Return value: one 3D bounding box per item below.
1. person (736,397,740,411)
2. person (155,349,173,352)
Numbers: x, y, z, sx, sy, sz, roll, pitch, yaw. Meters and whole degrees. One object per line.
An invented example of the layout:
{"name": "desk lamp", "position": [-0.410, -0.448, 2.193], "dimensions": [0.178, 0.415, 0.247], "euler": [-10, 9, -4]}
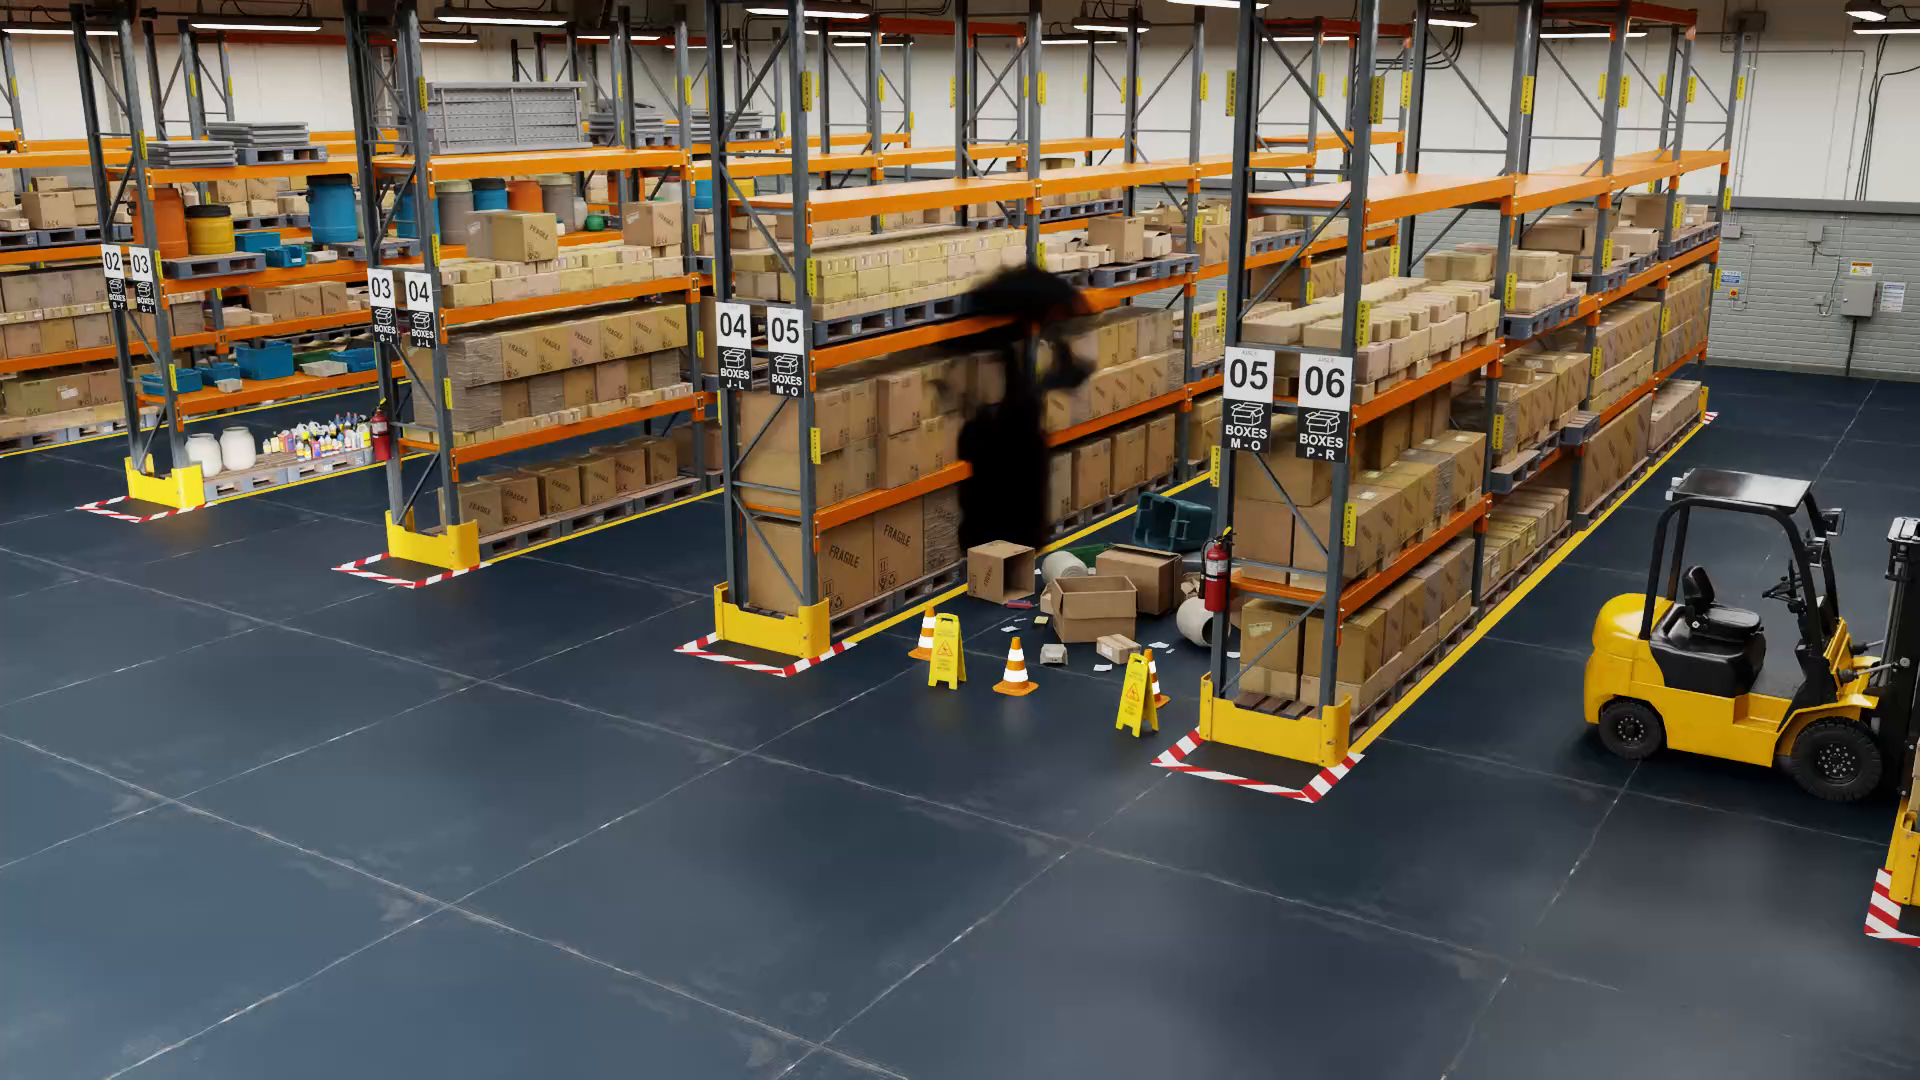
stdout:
{"name": "person", "position": [-3.400, -2.489, 25.114], "dimensions": [0.612, 1.658, 0.524], "euler": [9, 18, 29]}
{"name": "person", "position": [-13.455, -3.399, 28.220], "dimensions": [0.714, 1.733, 0.791], "euler": [7, 17, 24]}
